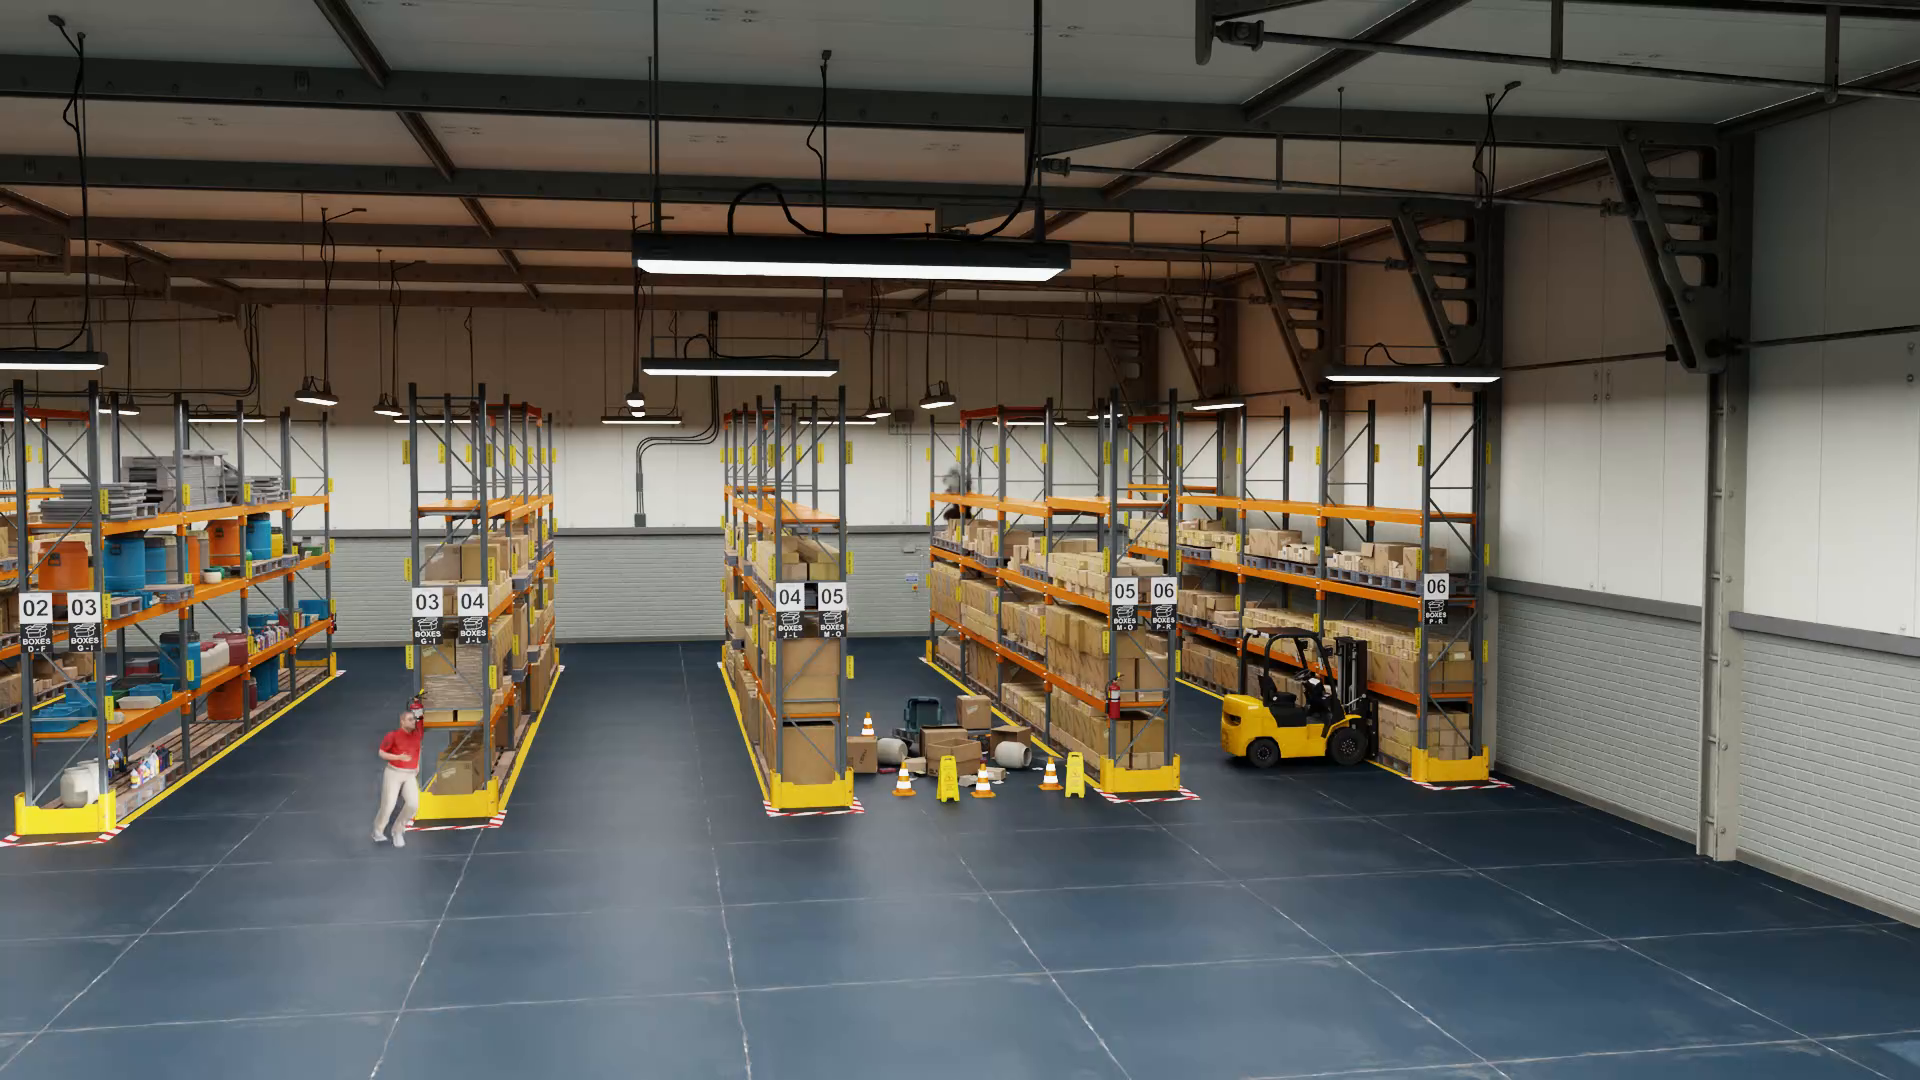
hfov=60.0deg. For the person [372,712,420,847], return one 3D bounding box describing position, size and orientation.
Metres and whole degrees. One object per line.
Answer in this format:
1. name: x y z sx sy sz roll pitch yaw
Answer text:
1. person: -7.172 3.089 21.460 0.697 1.740 0.667 3 4 44
